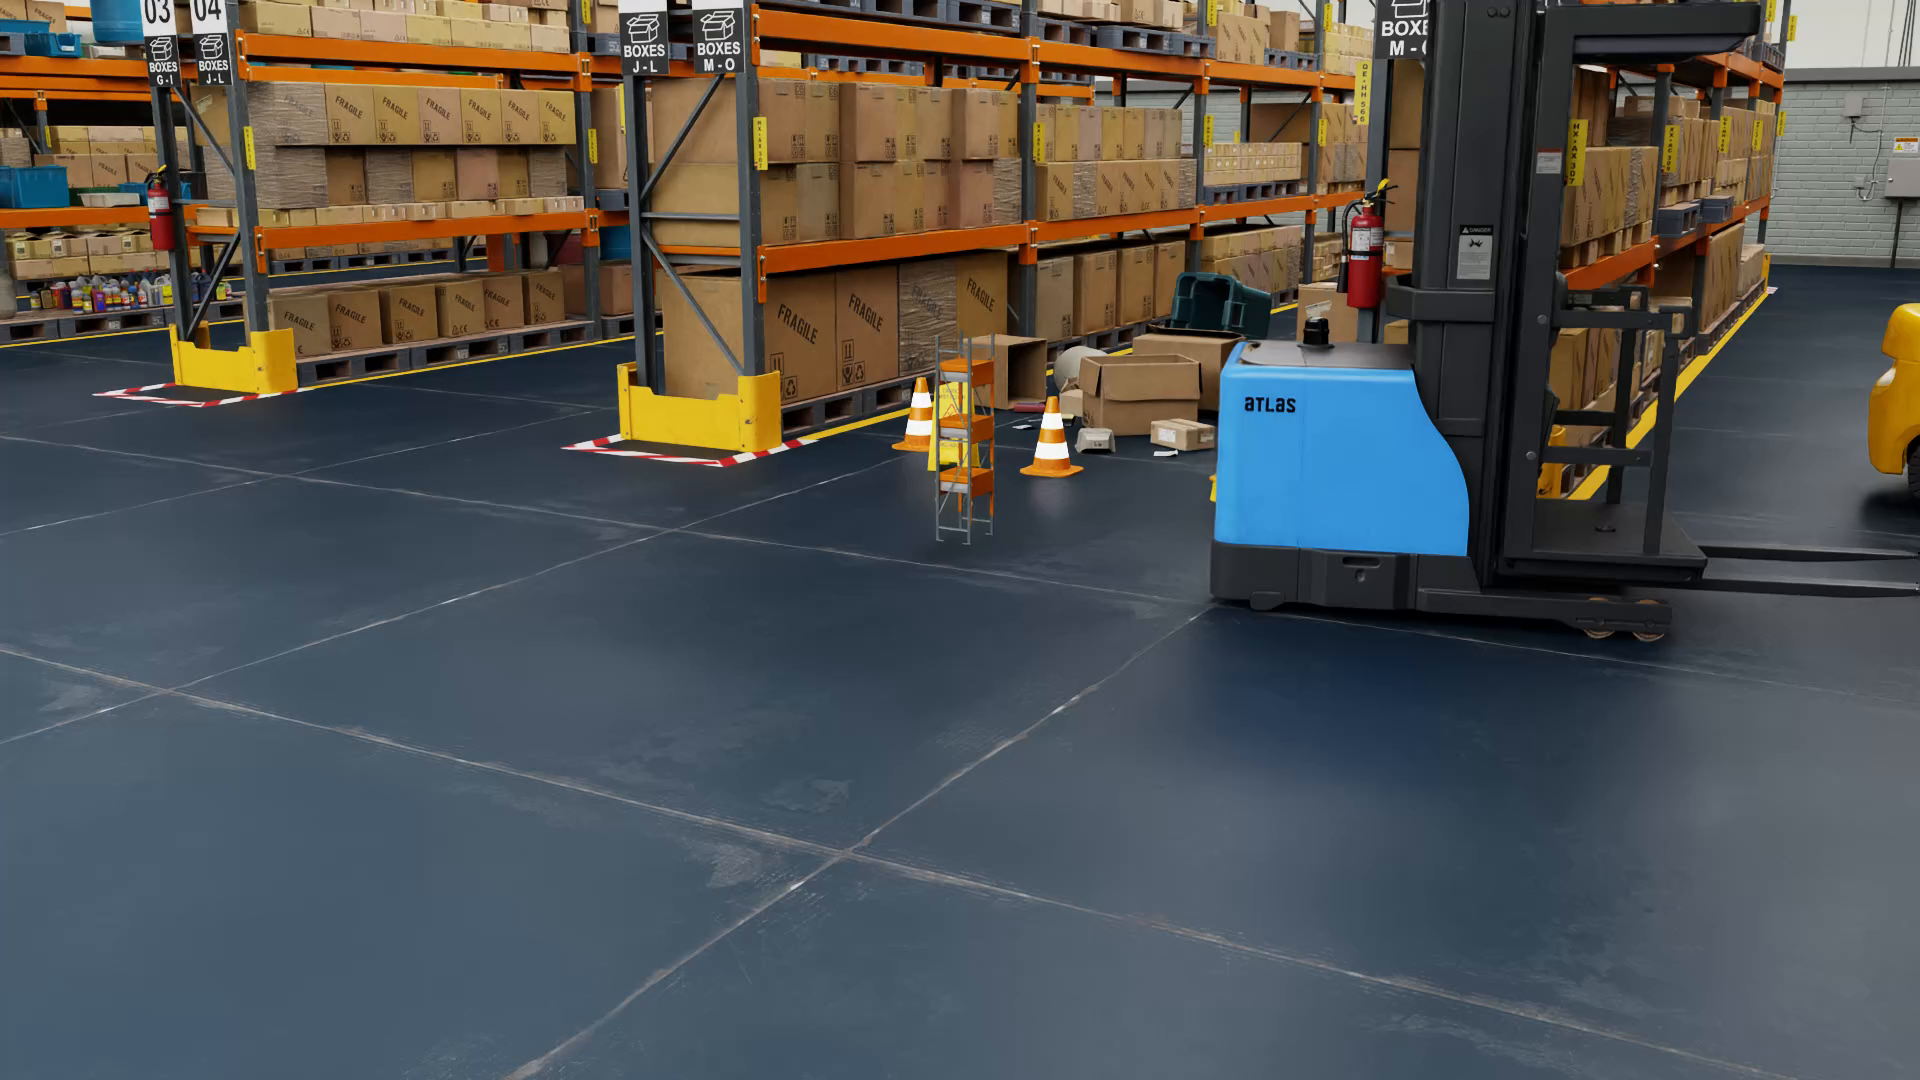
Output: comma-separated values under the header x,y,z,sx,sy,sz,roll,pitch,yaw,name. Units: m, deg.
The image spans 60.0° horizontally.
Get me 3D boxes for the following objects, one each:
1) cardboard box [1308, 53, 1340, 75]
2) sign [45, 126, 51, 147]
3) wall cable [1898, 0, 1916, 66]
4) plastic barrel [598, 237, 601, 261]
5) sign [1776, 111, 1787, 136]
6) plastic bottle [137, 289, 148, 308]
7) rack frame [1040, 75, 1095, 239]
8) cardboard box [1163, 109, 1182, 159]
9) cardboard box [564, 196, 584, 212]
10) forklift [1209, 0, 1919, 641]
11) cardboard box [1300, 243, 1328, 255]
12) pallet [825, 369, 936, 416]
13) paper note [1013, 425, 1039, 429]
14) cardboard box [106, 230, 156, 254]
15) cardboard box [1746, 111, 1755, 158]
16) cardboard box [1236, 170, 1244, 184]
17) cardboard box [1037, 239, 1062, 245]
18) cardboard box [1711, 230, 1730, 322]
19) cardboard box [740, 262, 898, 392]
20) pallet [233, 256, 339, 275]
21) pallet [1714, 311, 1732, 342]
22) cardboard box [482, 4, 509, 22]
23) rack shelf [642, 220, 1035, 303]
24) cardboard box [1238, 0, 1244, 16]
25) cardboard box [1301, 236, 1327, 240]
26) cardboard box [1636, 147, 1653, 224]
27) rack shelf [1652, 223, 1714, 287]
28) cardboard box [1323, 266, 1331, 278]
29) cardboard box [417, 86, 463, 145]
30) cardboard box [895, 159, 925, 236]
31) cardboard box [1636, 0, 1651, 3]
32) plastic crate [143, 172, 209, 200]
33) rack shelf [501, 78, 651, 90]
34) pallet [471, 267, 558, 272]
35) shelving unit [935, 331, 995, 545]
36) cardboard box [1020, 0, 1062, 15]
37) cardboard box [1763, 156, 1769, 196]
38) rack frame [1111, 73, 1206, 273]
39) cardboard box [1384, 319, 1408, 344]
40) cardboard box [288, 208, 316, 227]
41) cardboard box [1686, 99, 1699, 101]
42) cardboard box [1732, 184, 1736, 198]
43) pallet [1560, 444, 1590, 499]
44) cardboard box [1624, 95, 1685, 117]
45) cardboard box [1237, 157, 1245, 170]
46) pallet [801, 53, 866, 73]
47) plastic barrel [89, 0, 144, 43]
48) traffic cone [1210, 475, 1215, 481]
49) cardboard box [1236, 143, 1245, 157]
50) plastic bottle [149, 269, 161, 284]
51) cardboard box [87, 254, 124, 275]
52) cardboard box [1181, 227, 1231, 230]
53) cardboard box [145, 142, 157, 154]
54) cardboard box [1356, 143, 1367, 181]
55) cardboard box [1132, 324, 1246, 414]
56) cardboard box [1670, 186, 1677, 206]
x,y,z,sx,sy,sz,roll,pitch,yaw,name
4.500,-6.046,21.131,0.500,0.250,0.500,8,16,31,cardboard box
-14.710,-6.506,26.818,0.100,0.325,0.005,7,15,28,sign
15.941,-8.601,24.927,2.988,3.039,0.133,7,15,28,wall cable
-5.555,-4.373,24.686,0.421,0.512,0.421,0,14,0,plastic barrel
10.829,-5.490,21.928,0.100,0.325,0.005,7,15,28,sign
-8.874,-2.621,18.037,0.097,0.201,0.097,0,14,0,plastic bottle
1.686,-5.999,27.016,1.000,3.000,0.127,7,15,28,rack frame
1.885,-4.219,17.285,0.700,0.500,0.500,7,15,28,cardboard box
-3.962,-3.337,16.512,0.380,0.149,0.250,7,15,28,cardboard box
2.663,-1.148,7.041,3.031,2.935,1.130,3,14,12,forklift
4.657,-3.857,22.051,0.380,0.149,0.250,7,15,27,cardboard box
-0.847,-1.200,13.061,1.003,0.211,1.213,7,15,28,pallet
0.468,-0.810,11.832,0.142,0.017,0.144,-12,18,-40,paper note
-11.626,-4.172,23.214,0.500,0.311,0.500,8,16,30,cardboard box
8.431,-4.470,18.328,0.500,0.500,0.500,8,16,30,cardboard box
3.020,-4.147,18.973,0.380,0.149,0.250,8,16,30,cardboard box
1.006,-4.843,25.859,0.875,0.875,0.875,7,15,28,cardboard box
7.335,-2.721,17.056,0.875,0.875,0.875,8,15,29,cardboard box
-1.063,-1.632,12.541,0.875,0.875,0.875,7,15,27,cardboard box
-10.458,-4.274,25.811,1.003,0.211,1.213,7,15,28,pallet
7.531,-2.282,17.547,1.003,0.211,1.213,7,15,28,pallet
-4.385,-4.851,15.325,0.380,0.149,0.250,7,15,26,cardboard box
-0.789,-2.194,12.769,1.077,0.370,4.000,7,15,28,rack shelf
2.886,-5.868,18.227,0.396,0.266,0.258,7,15,28,cardboard box
4.976,-4.231,23.601,0.380,0.149,0.250,8,16,30,cardboard box
4.320,-2.382,11.164,0.500,0.500,0.500,8,16,30,cardboard box
5.526,-2.475,13.933,1.077,0.370,4.000,7,15,28,rack shelf
4.706,-3.563,22.101,0.380,0.149,0.250,7,15,28,cardboard box
-4.820,-3.785,14.853,0.500,0.500,0.500,7,15,28,cardboard box
-0.769,-2.617,12.669,0.875,0.550,0.500,7,15,28,cardboard box
4.164,-3.441,10.544,0.380,0.149,0.250,8,16,30,cardboard box
-8.816,-3.975,18.753,0.767,0.338,0.504,7,15,28,plastic crate
-5.551,-6.437,23.970,1.077,0.370,4.000,7,15,28,rack shelf
-6.173,-3.730,23.553,1.003,0.211,1.213,7,15,28,pallet
0.026,-0.521,8.456,0.215,1.050,0.252,7,15,28,shelving unit
0.688,-4.695,14.387,0.258,0.266,0.396,7,15,27,cardboard box
9.863,-4.588,20.950,0.500,0.500,0.500,8,16,30,cardboard box
2.111,-3.775,17.791,1.000,3.000,0.127,7,15,28,rack frame
2.785,-1.019,9.732,0.500,0.500,0.500,7,15,28,cardboard box
-5.565,-2.675,13.764,0.380,0.149,0.250,7,15,28,cardboard box
8.297,-5.005,19.161,0.380,0.149,0.250,7,15,27,cardboard box
7.923,-3.656,17.619,0.500,0.250,0.500,7,15,27,cardboard box
3.086,-0.416,9.809,1.003,0.211,1.213,7,15,28,pallet
5.097,-3.183,12.209,0.380,0.149,0.250,7,15,28,cardboard box
3.019,-4.292,18.940,0.380,0.149,0.250,7,15,28,cardboard box
-1.917,-5.862,20.451,1.213,0.211,1.003,8,16,31,pallet
-9.026,-5.812,17.875,0.600,0.901,0.708,7,15,28,plastic barrel
1.705,-0.595,10.012,0.336,0.463,0.334,7,15,28,traffic cone
3.012,-4.434,18.897,0.380,0.149,0.250,8,16,31,cardboard box
-9.079,-2.889,18.831,0.144,0.351,0.185,7,15,28,plastic bottle
-11.877,-3.793,22.839,0.500,0.250,0.500,7,15,26,cardboard box
2.951,-3.614,19.960,0.500,0.250,0.500,8,16,30,cardboard box
-13.984,-6.631,28.746,0.500,0.500,0.500,8,16,30,cardboard box
5.246,-5.177,22.758,0.500,0.500,0.500,8,16,31,cardboard box
1.704,-1.286,12.504,0.797,0.637,0.503,7,15,28,cardboard box
5.232,-2.624,12.657,0.380,0.149,0.250,8,16,29,cardboard box
